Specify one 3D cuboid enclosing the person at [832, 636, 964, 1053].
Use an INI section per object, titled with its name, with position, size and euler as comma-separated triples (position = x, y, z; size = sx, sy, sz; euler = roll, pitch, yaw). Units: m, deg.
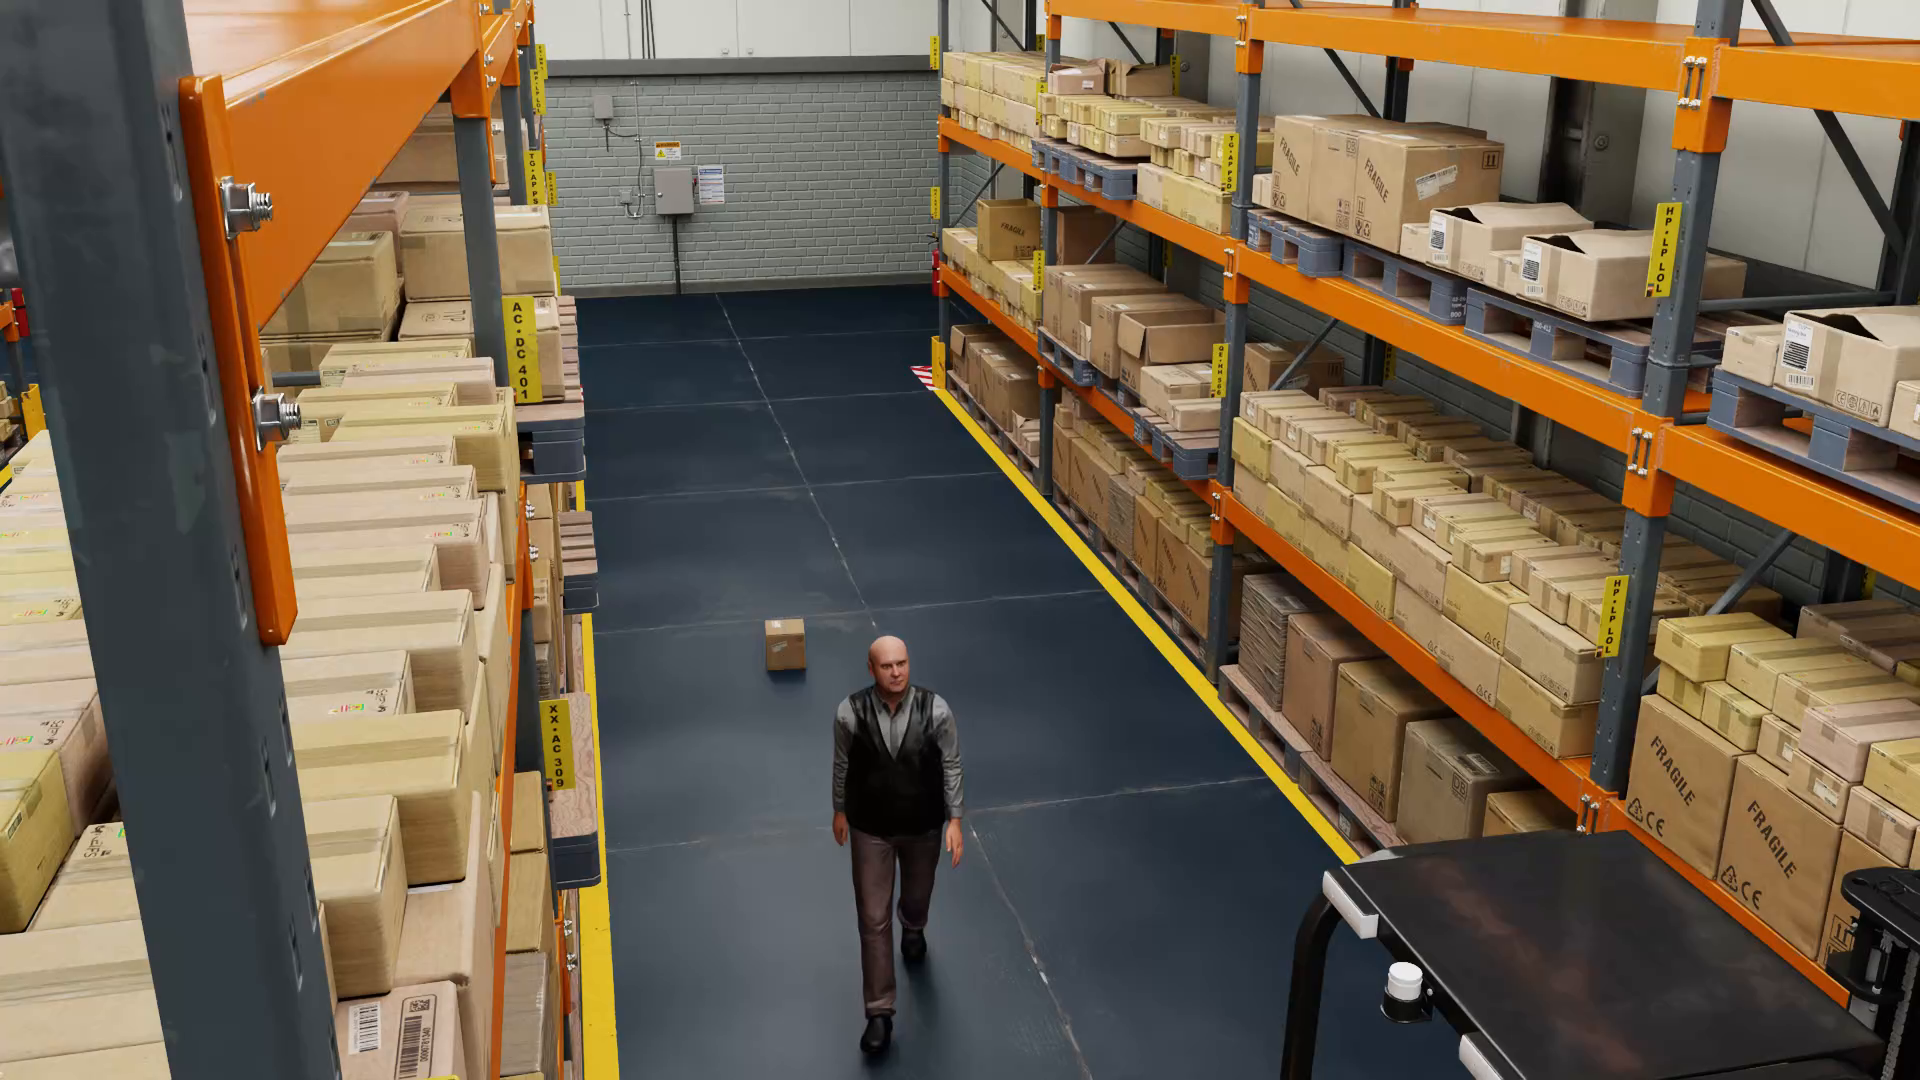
[person]
position = -0.261, 1.235, 7.135
size = 0.565, 1.677, 1.001
euler = -2, 20, -6
